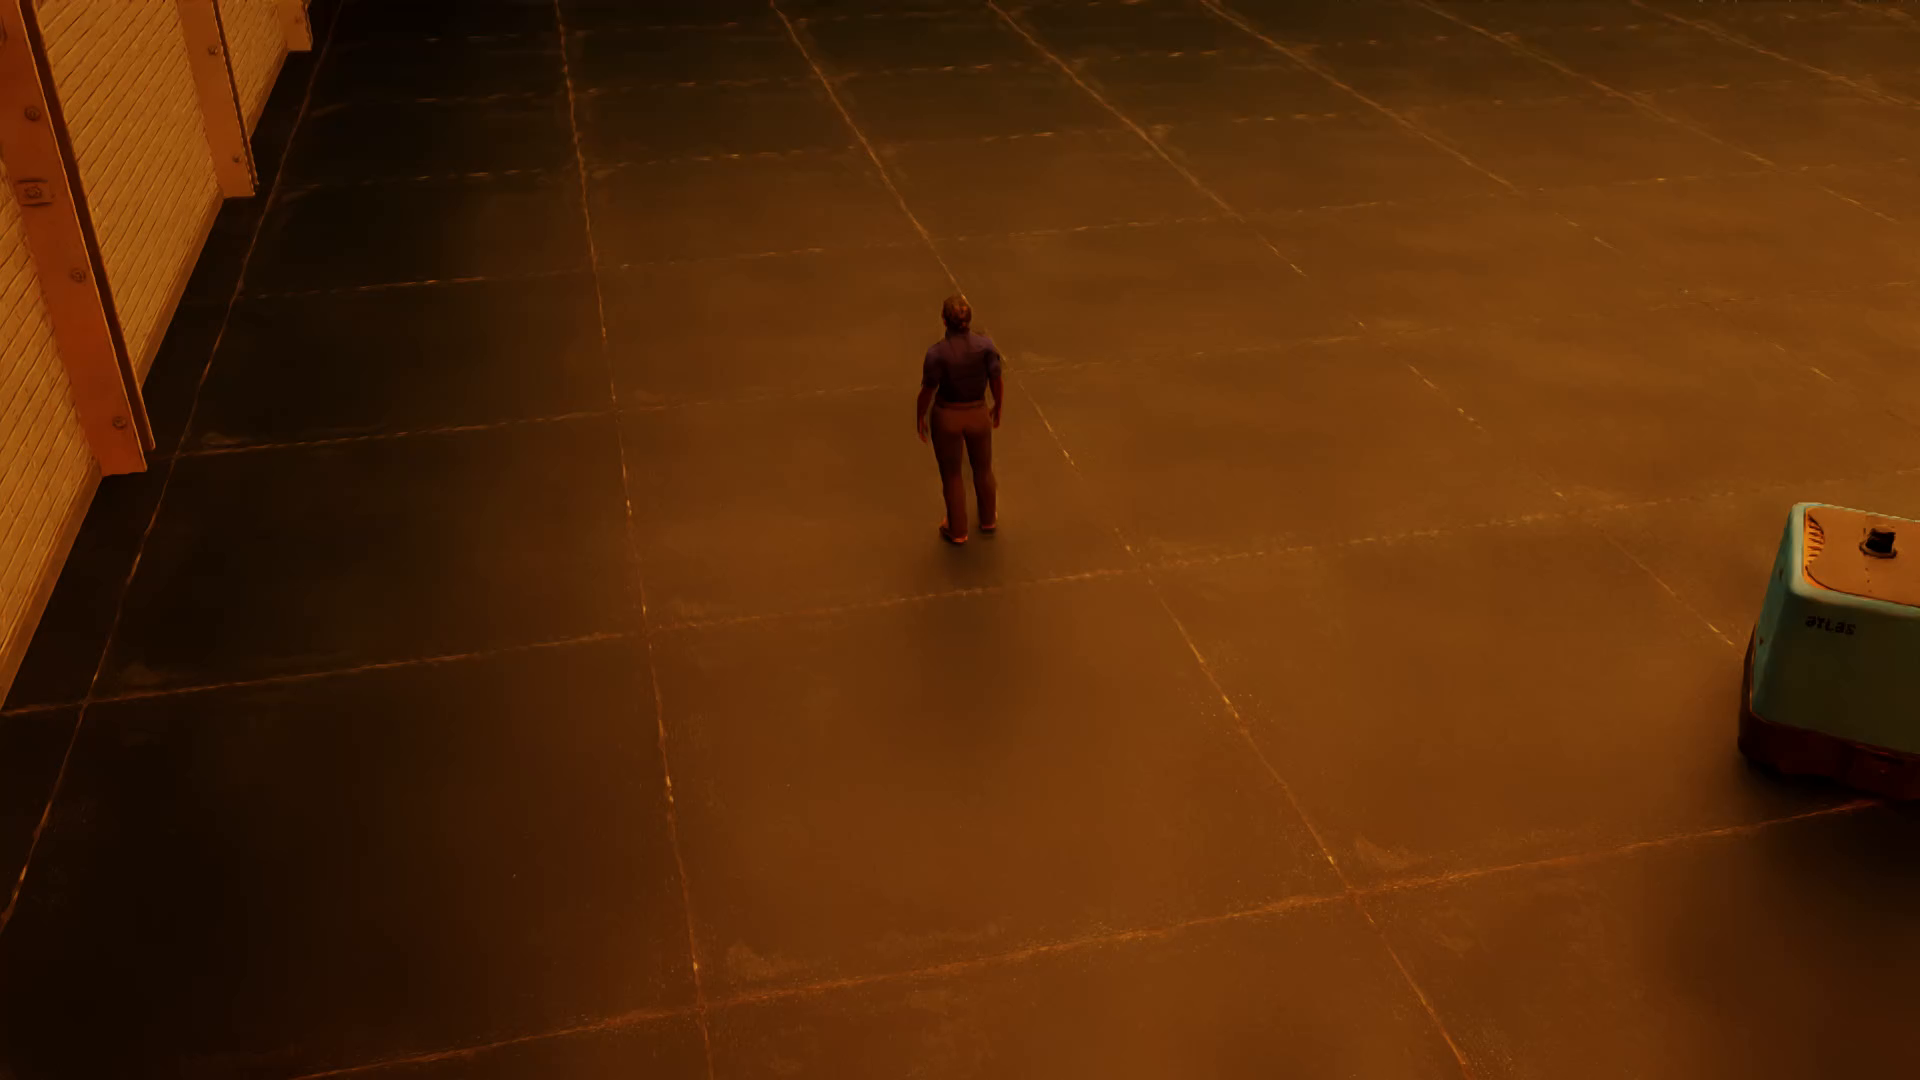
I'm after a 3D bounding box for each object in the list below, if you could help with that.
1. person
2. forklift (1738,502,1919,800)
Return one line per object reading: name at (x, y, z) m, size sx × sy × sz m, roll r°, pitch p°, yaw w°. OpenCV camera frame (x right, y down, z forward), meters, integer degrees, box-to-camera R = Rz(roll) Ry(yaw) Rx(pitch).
person at (-0.002, -0.767, 10.160) m, size 0.570 × 1.654 × 0.503 m, roll -7°, pitch 31°, yaw -12°
forklift at (5.550, -0.035, 7.635) m, size 3.031 × 2.935 × 1.130 m, roll 13°, pitch 32°, yaw 21°
